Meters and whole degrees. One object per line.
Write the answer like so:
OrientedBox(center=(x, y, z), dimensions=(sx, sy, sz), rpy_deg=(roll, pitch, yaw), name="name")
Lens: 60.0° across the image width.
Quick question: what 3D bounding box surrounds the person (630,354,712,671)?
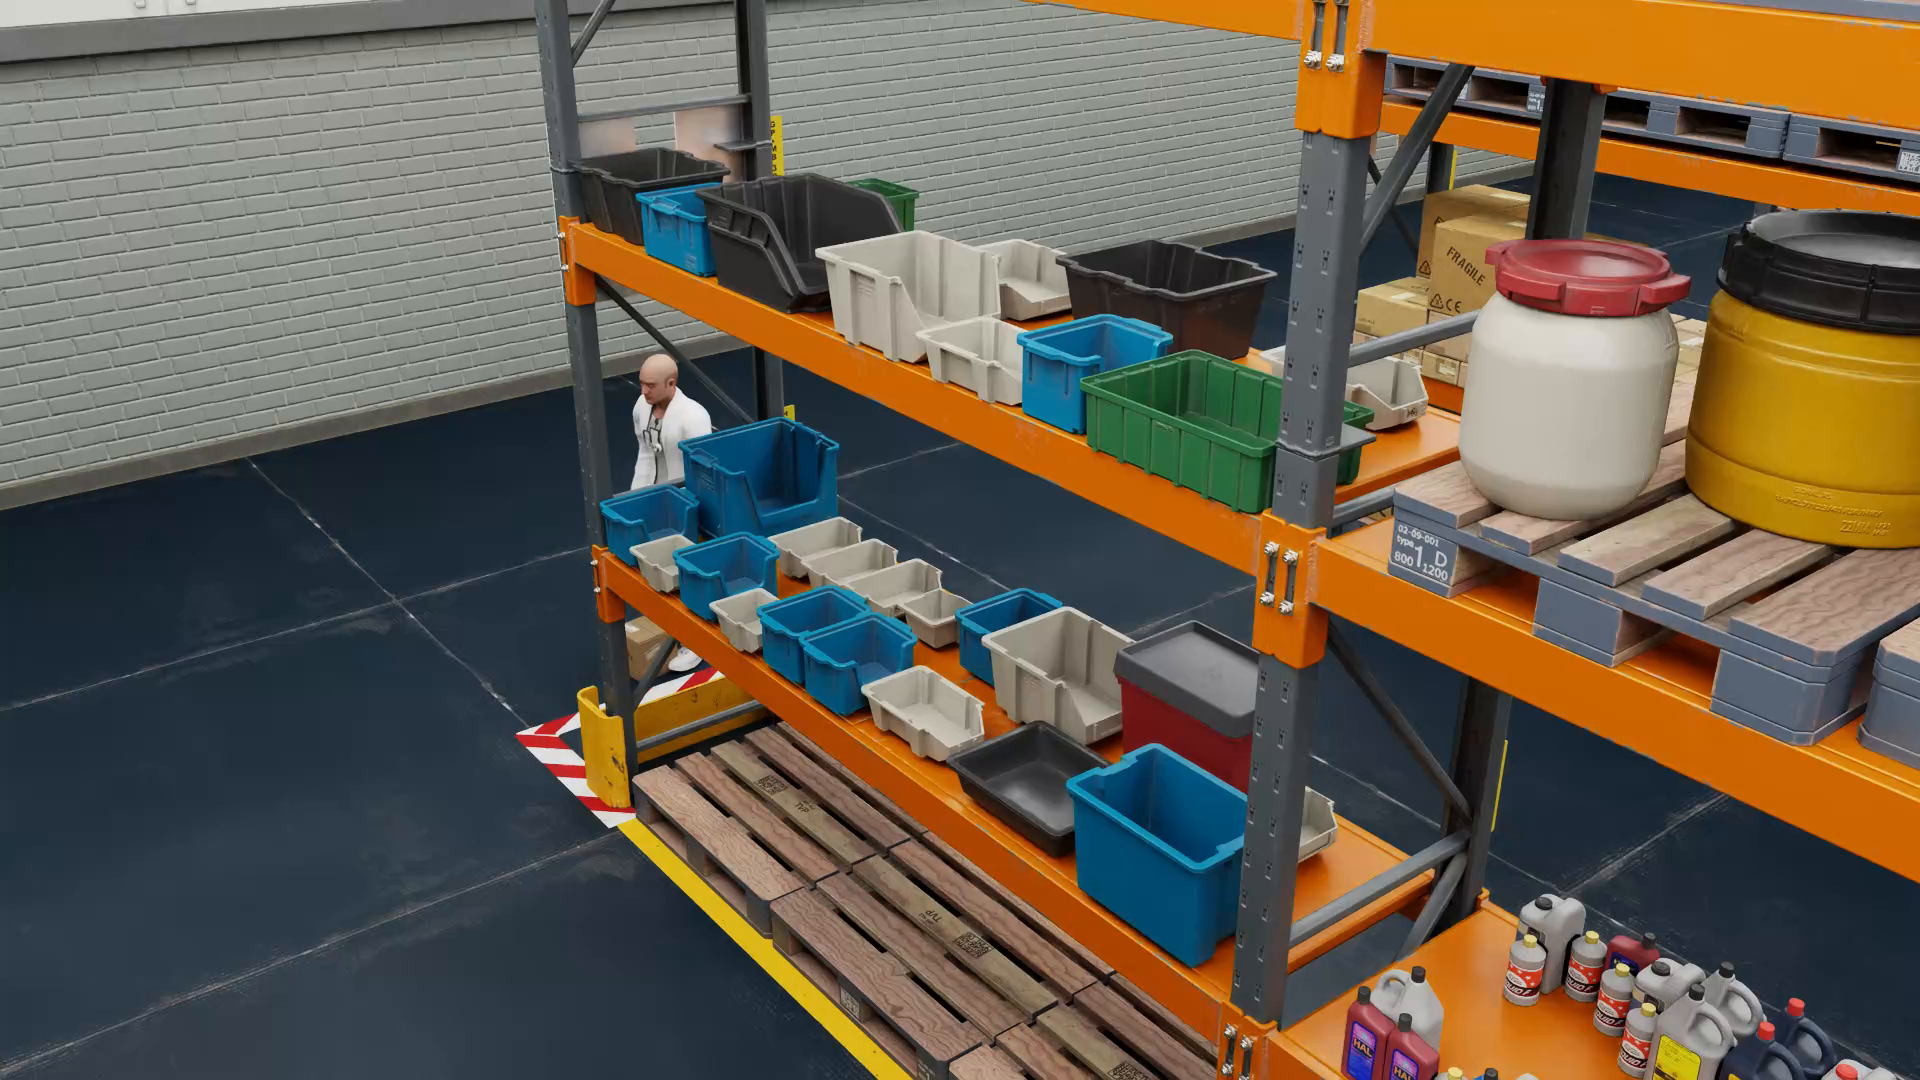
OrientedBox(center=(-1.545, -0.167, 8.993), dimensions=(0.651, 1.773, 0.428), rpy_deg=(21, 32, 38), name="person")
